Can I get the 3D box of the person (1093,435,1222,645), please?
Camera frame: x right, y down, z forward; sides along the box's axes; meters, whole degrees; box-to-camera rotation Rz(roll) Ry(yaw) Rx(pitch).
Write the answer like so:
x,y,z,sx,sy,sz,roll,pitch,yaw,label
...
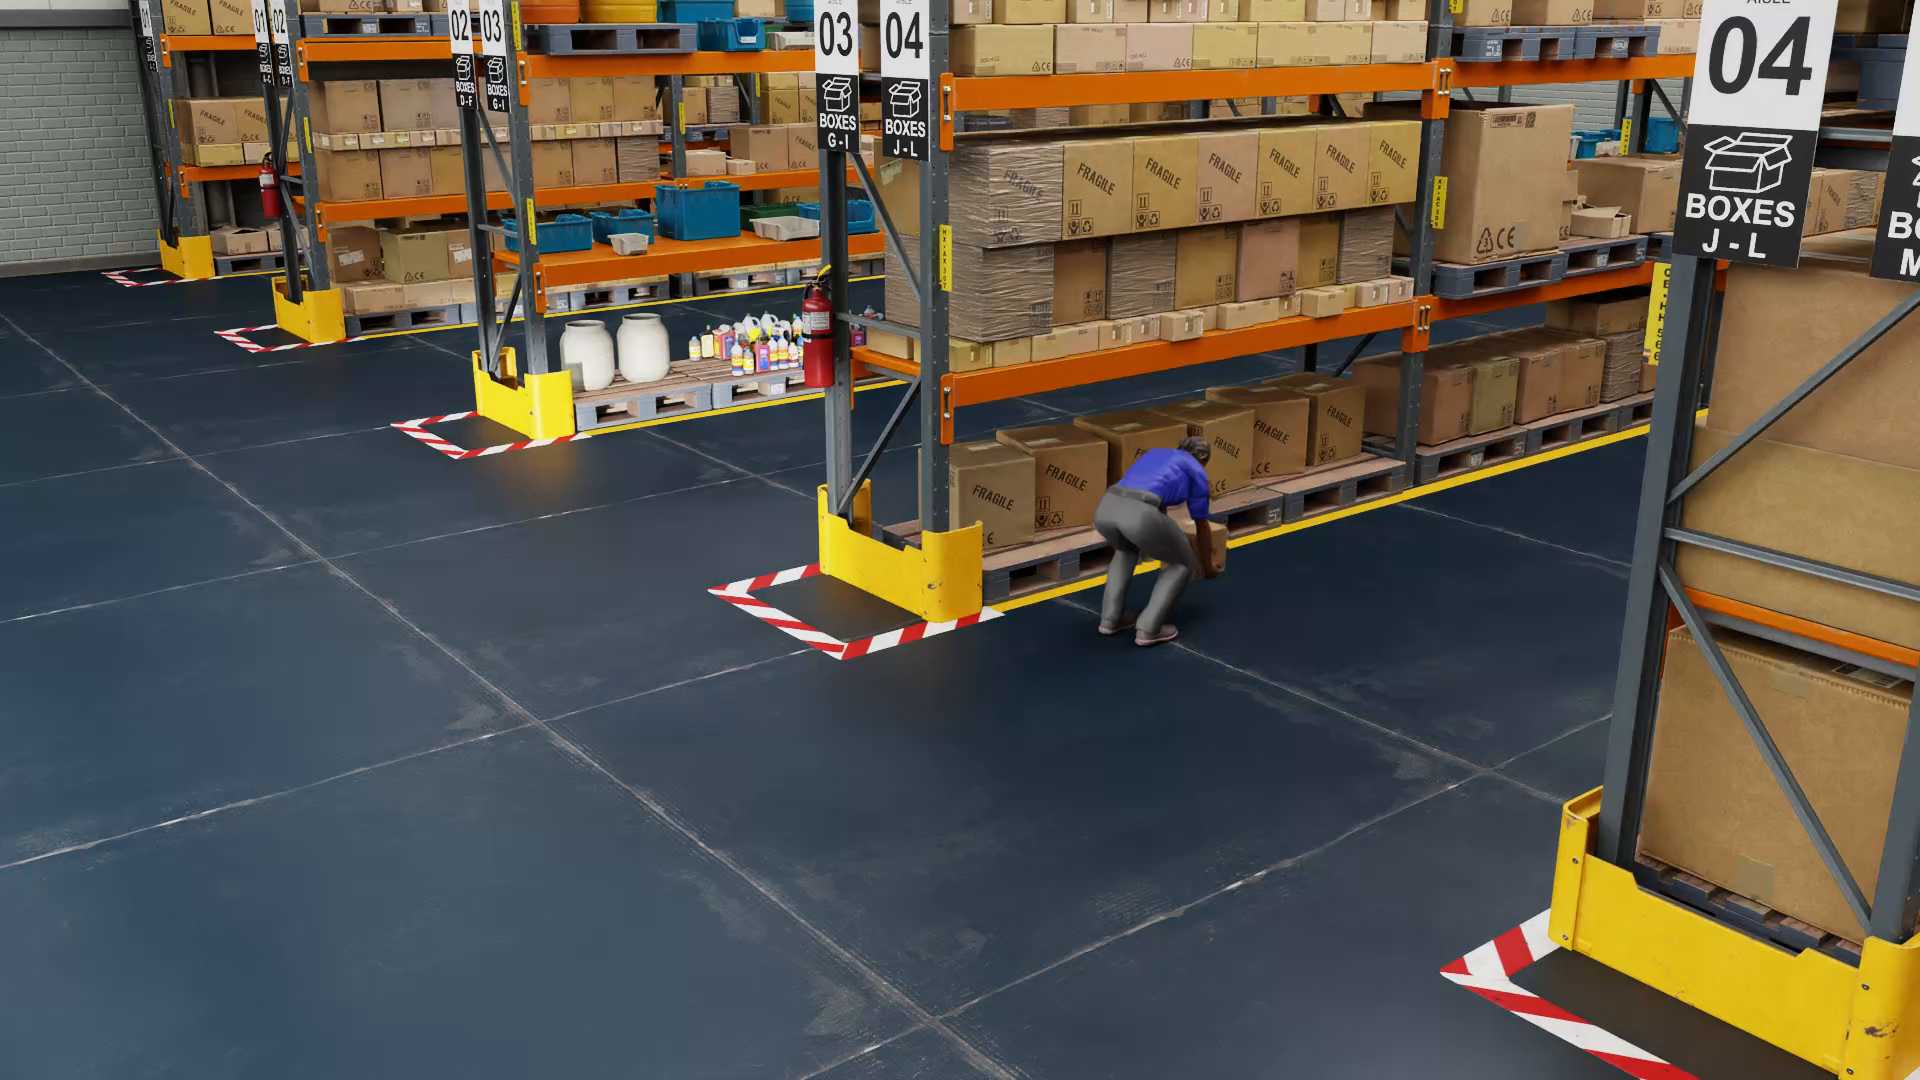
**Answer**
x,y,z,sx,sy,sz,roll,pitch,yaw,label
1.036,-0.009,8.689,0.468,0.989,0.860,15,23,38,person
